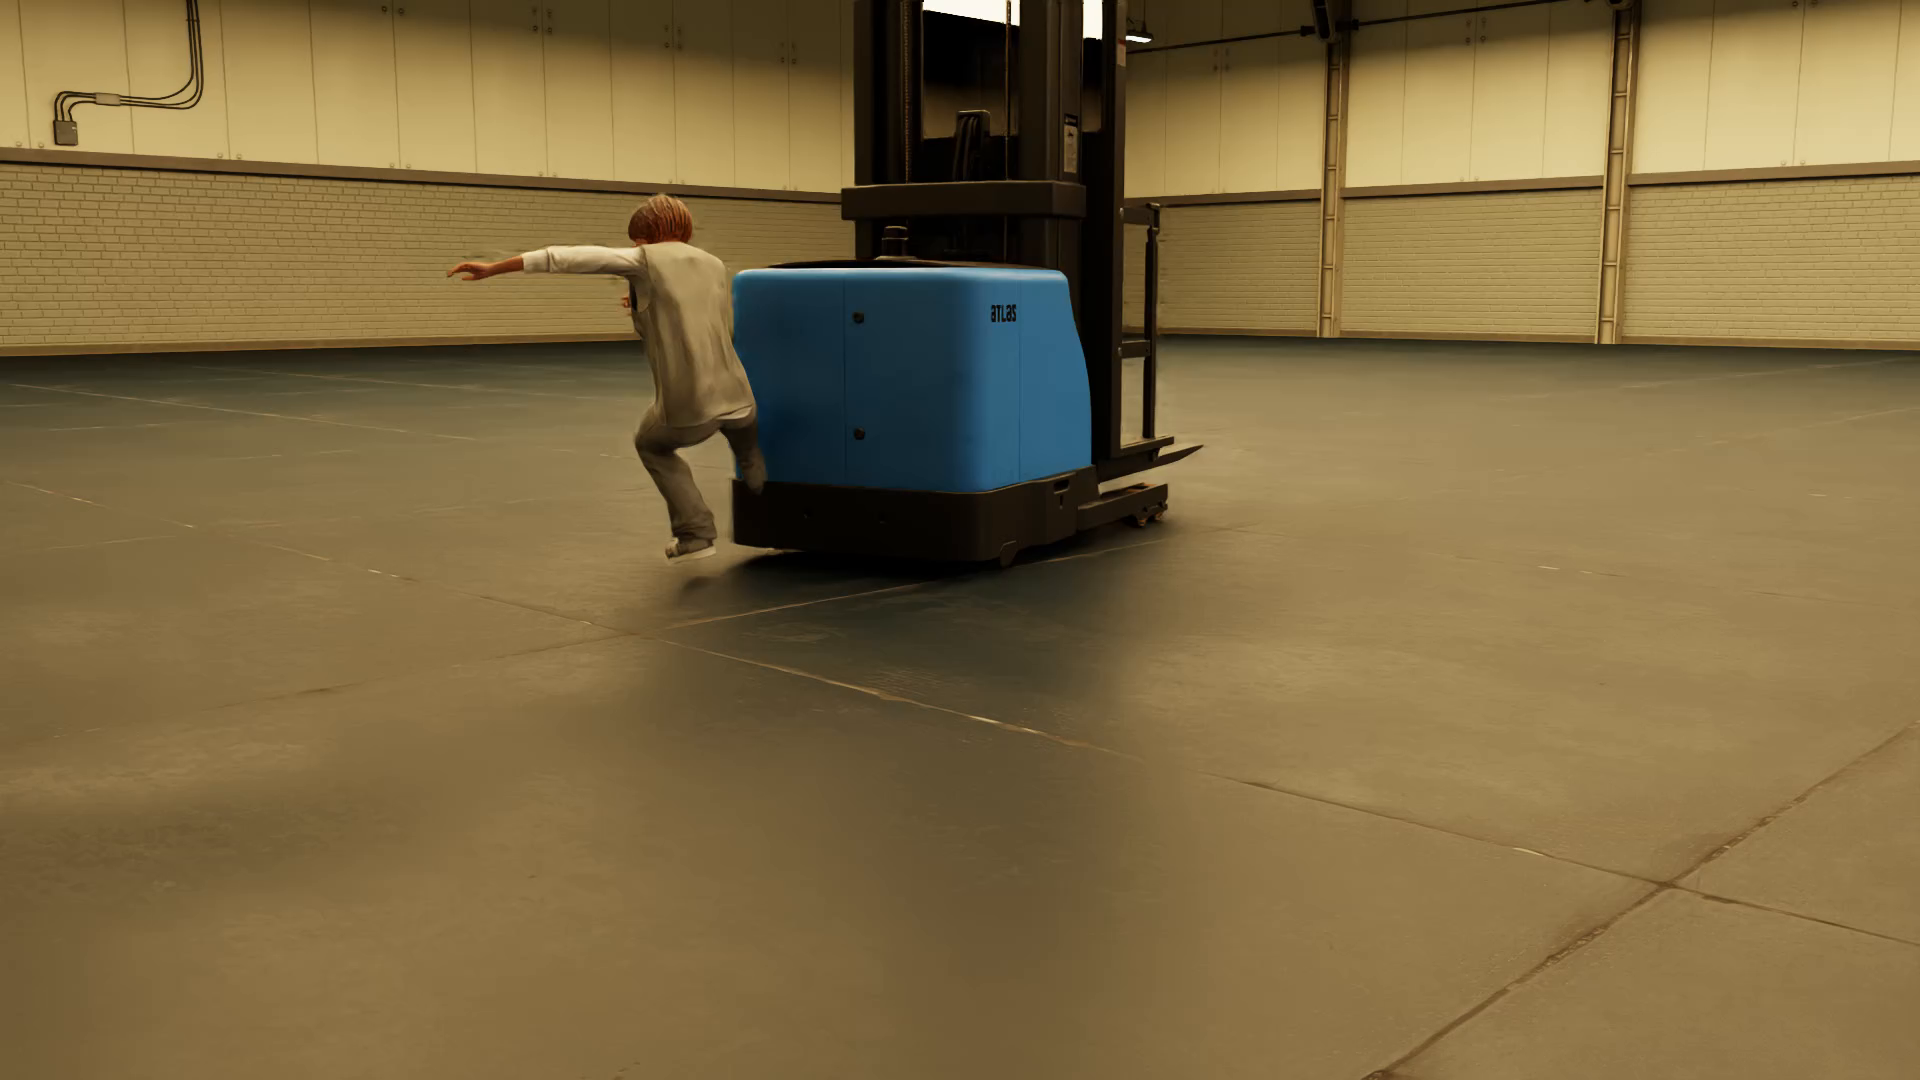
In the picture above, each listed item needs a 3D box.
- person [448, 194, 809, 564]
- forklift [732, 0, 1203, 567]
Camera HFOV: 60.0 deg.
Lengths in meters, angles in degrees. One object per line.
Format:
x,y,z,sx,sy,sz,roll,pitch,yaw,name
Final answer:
-1.063,-0.519,5.770,1.360,1.315,0.732,-7,11,-41,person
0.260,-1.532,7.050,1.130,2.935,3.031,4,10,26,forklift
